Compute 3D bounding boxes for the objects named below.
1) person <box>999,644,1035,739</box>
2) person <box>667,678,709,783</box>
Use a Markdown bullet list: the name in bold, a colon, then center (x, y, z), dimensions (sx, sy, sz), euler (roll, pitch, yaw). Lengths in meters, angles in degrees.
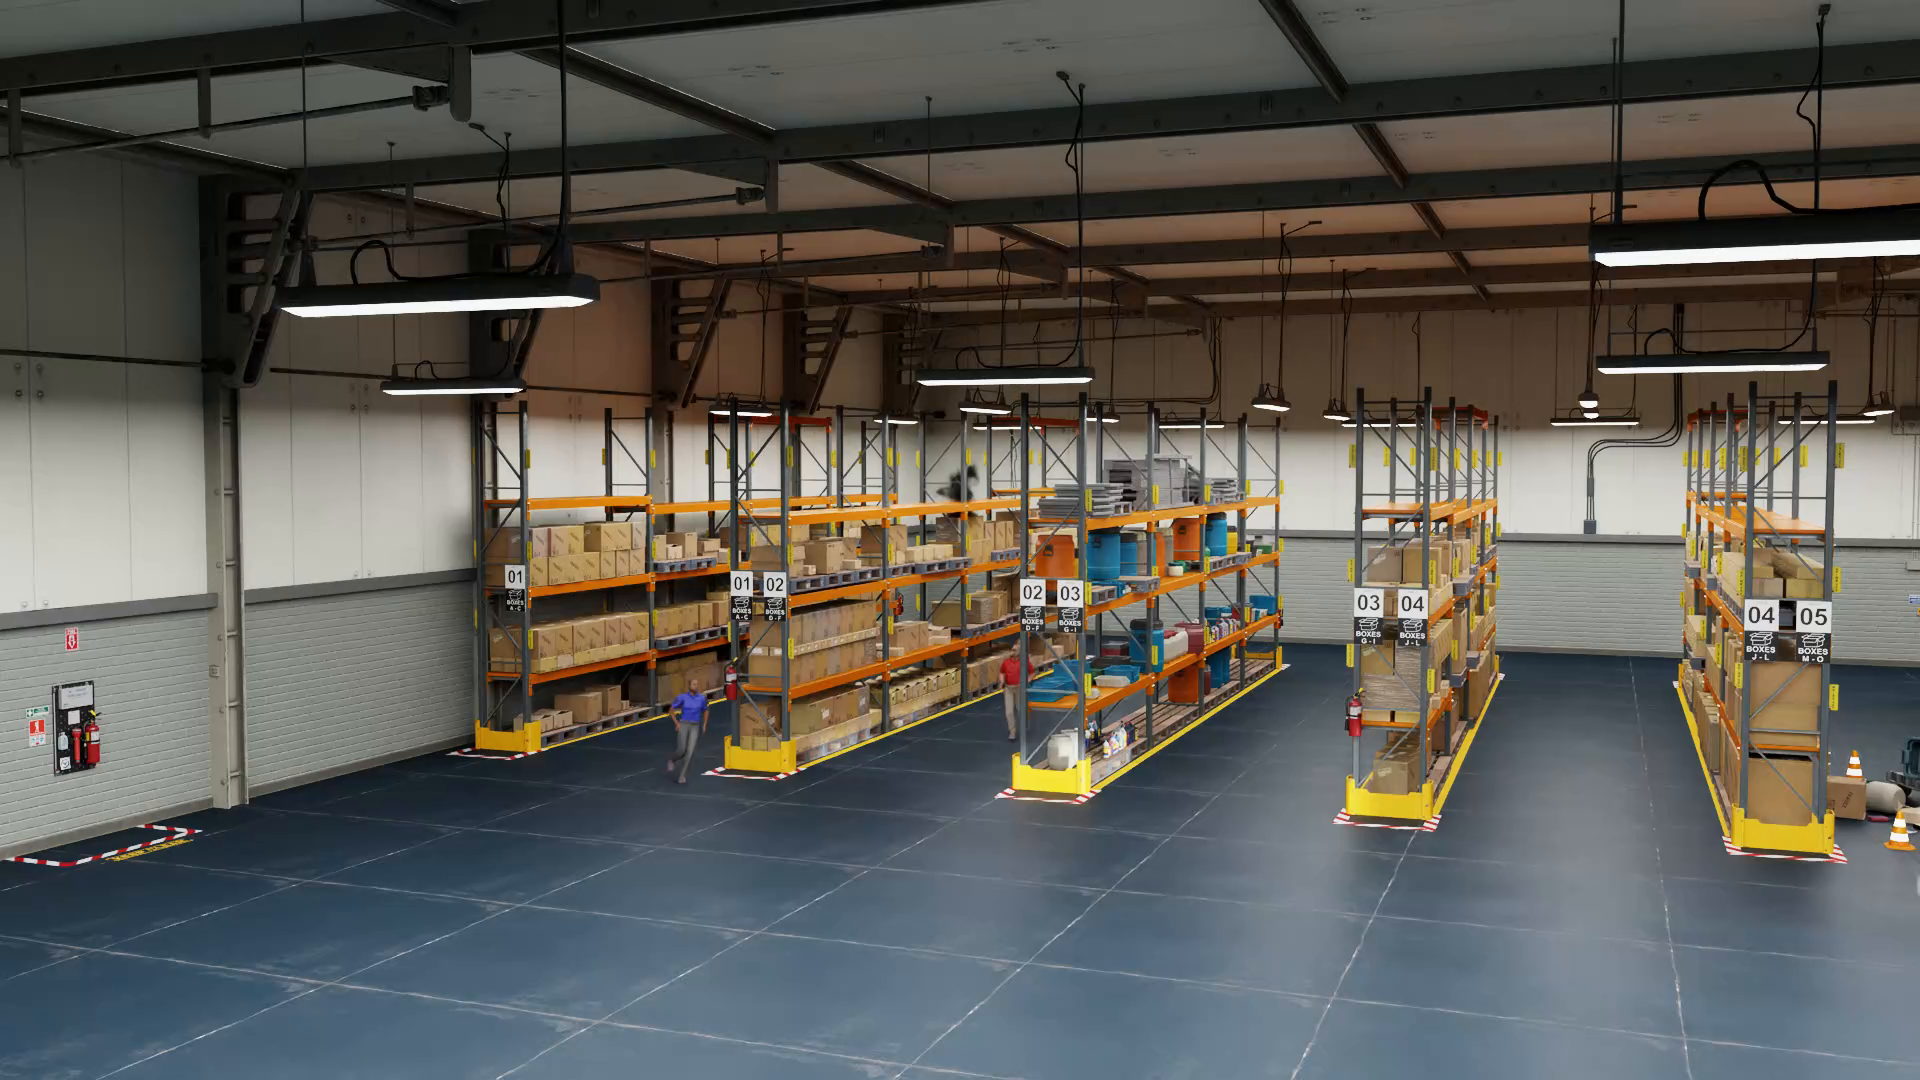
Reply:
- **person**: center (0.999, 2.714, 29.822), dimensions (0.664, 1.667, 0.602), euler (1, 3, 14)
- **person**: center (-4.212, 2.948, 25.965), dimensions (0.632, 1.593, 0.638), euler (-1, 3, -26)
